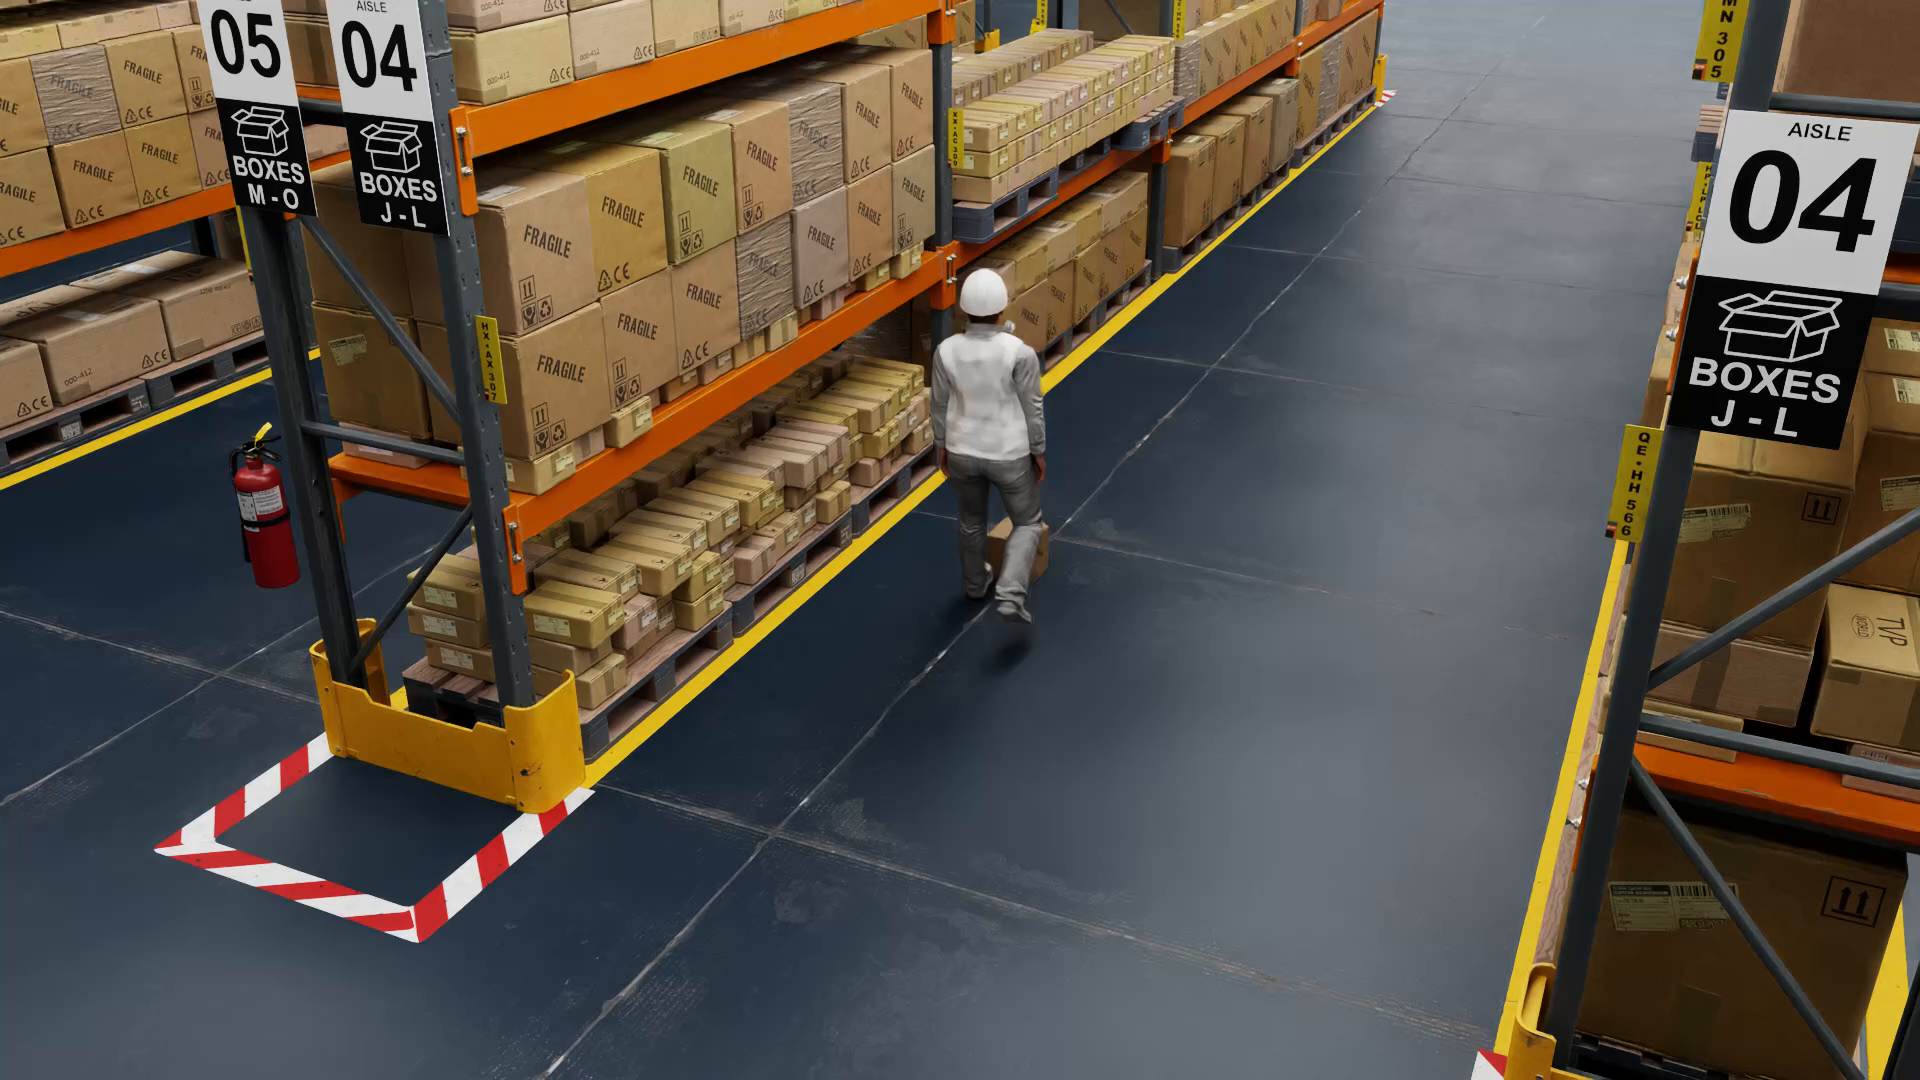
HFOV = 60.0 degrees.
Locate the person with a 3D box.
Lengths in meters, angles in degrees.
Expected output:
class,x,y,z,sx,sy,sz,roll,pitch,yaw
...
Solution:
class,x,y,z,sx,sy,sz,roll,pitch,yaw
person,0.146,-0.436,7.949,0.578,1.762,0.784,9,27,17
